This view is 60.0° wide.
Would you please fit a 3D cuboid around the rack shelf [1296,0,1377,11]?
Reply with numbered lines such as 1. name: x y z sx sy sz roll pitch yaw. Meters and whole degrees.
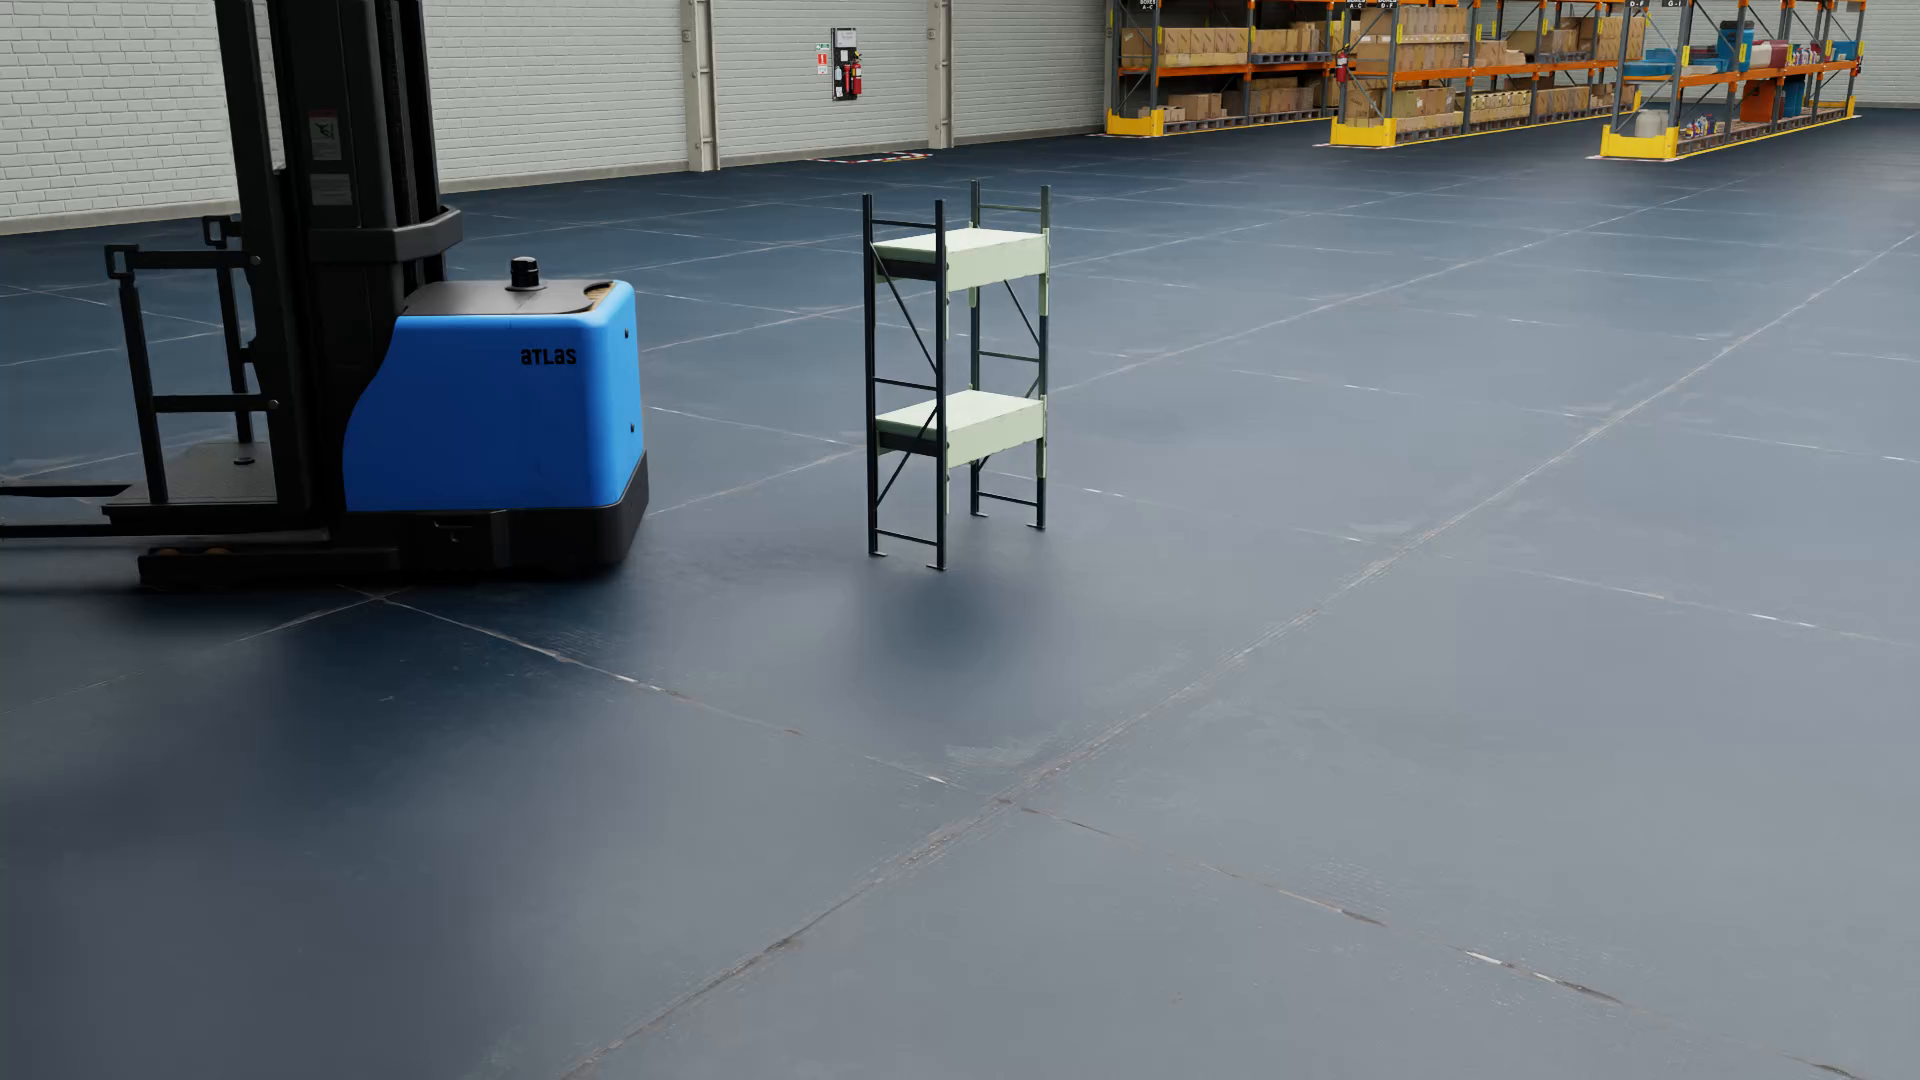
1. rack shelf: 9.457 -13.118 40.584 1.077 0.370 4.000 12 21 35

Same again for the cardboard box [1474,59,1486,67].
1. cardboard box: 10.555 -9.781 34.105 0.380 0.149 0.250 12 21 35

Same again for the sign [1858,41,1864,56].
1. sign: 21.440 -11.692 39.562 0.100 0.325 0.005 12 21 35

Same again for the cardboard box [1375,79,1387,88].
1. cardboard box: 10.366 -11.502 42.140 0.750 0.750 0.750 13 21 35

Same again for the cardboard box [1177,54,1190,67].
1. cardboard box: 4.343 -9.772 33.871 0.500 0.250 0.500 12 21 33

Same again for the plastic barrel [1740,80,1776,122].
1. plastic barrel: 16.500 -9.086 34.395 0.600 0.830 0.708 12 21 35

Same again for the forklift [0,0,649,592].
1. forklift: -2.902 -1.358 6.673 3.031 2.935 1.130 -1 17 -4

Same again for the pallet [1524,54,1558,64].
1. pallet: 12.594 -10.760 37.160 1.213 0.211 1.003 12 21 35

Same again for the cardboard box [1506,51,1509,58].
1. cardboard box: 11.558 -10.457 36.009 0.500 0.311 0.500 12 21 34

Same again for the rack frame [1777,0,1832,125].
1. rack frame: 18.605 -10.755 36.818 1.000 3.000 0.127 12 21 35

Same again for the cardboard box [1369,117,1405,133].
1. cardboard box: 7.978 -7.749 31.066 0.500 0.250 0.500 12 21 35

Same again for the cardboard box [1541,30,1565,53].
1. cardboard box: 13.229 -11.281 37.635 0.500 0.500 0.700 -15 23 -40

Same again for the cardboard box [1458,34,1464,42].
1. cardboard box: 9.724 -9.922 32.874 0.380 0.149 0.250 12 21 34

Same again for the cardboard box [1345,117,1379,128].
1. cardboard box: 7.562 -7.840 31.361 0.500 0.250 0.500 12 21 35

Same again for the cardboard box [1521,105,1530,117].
1. cardboard box: 12.129 -9.397 36.375 0.500 0.250 0.500 13 21 36

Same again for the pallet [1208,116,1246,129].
1. pallet: 5.511 -9.102 36.198 1.003 0.211 1.213 12 21 35

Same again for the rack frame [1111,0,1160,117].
1. rack frame: 3.499 -9.647 33.252 1.000 3.000 0.127 12 21 35

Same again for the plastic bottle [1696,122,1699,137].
1. plastic bottle: 13.050 -7.286 29.507 0.097 0.271 0.097 0 17 0

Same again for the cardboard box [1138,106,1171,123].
1. cardboard box: 3.983 -8.722 34.065 0.500 0.311 0.500 10 20 29

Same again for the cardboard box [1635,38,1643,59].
1. cardboard box: 16.965 -12.477 42.195 0.500 0.500 0.500 13 22 36

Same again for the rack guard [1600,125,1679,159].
1. rack guard: 11.463 -6.729 28.070 1.175 0.500 0.348 12 21 35

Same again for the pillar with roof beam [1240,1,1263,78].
1. pillar with roof beam: 10.254 -13.500 35.544 9.100 9.000 0.400 12 21 35

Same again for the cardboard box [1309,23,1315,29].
1. cardboard box: 8.084 -12.033 38.930 0.380 0.149 0.250 9 20 28

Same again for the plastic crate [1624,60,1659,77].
1. plastic crate: 11.513 -7.998 28.191 0.499 0.251 0.616 12 21 35

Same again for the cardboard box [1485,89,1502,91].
1. cardboard box: 11.698 -9.761 36.600 0.500 0.311 0.500 13 22 37

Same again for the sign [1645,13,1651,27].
1. sign: 17.447 -13.185 42.158 0.100 0.325 0.005 12 21 35

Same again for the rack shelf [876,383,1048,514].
1. rack shelf: -0.004 -0.403 7.113 0.431 0.370 0.720 12 21 35

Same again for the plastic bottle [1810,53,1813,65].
1. plastic bottle: 18.412 -10.458 36.070 0.152 0.276 0.135 12 21 35

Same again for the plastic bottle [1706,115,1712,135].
1. plastic bottle: 13.572 -7.544 30.205 0.144 0.351 0.185 11 20 32

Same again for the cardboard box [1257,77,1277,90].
1. cardboard box: 6.874 -10.383 37.829 0.500 0.250 0.500 12 21 33

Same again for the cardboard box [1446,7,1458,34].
1. cardboard box: 9.303 -10.166 32.565 0.700 0.500 0.500 12 21 35

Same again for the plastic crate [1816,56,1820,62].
1. plastic crate: 18.997 -10.743 37.124 0.396 0.136 0.243 12 21 35

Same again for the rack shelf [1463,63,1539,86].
1. rack shelf: 11.055 -9.858 35.145 1.077 0.370 4.000 12 21 35

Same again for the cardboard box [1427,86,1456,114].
1. cardboard box: 9.455 -8.705 32.881 0.500 0.500 0.500 12 21 35

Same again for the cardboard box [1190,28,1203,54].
1. cardboard box: 4.640 -10.242 34.121 0.500 0.500 0.500 12 21 33

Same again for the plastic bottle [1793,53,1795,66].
1. plastic bottle: 17.323 -10.006 34.625 0.097 0.271 0.097 0 17 0

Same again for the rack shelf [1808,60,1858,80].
1. rack shelf: 19.797 -10.888 38.459 1.077 0.370 4.000 12 21 35

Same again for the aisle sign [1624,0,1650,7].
1. aisle sign: 11.174 -9.174 27.343 0.394 0.787 0.004 12 21 35

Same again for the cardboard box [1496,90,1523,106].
1. cardboard box: 11.827 -9.540 35.890 0.500 0.311 0.500 12 21 34

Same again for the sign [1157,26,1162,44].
1. sign: 3.935 -9.965 32.815 0.100 0.325 0.005 12 21 35

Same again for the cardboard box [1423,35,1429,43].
1. cardboard box: 8.652 -9.493 31.492 0.380 0.149 0.250 12 21 34

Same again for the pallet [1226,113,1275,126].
1. pallet: 6.345 -9.454 37.332 1.003 0.211 1.213 12 21 35

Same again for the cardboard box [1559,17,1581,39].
1. cardboard box: 14.723 -12.322 40.012 0.500 0.500 0.500 13 21 35

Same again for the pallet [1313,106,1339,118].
1. pallet: 8.796 -10.396 40.363 1.003 0.211 1.213 12 21 35

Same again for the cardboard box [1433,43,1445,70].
1. cardboard box: 8.992 -9.421 32.355 0.700 0.500 0.500 13 21 35

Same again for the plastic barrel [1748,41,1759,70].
1. plastic barrel: 15.022 -9.278 31.834 0.433 0.535 0.433 0 17 0

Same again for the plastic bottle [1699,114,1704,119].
1. plastic bottle: 13.571 -7.616 30.434 0.144 0.351 0.185 12 21 35

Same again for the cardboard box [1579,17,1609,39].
1. cardboard box: 15.136 -12.219 39.678 0.500 0.500 0.500 13 22 36

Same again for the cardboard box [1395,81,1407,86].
1. cardboard box: 11.177 -11.672 43.279 0.700 0.500 0.500 13 21 35

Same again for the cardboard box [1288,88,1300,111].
1. cardboard box: 7.478 -10.286 38.783 0.700 0.500 0.500 12 21 35

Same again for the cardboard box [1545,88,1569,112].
1. cardboard box: 13.664 -10.122 38.254 0.500 0.500 0.500 12 21 33

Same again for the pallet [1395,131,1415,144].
1. pallet: 7.902 -7.631 31.460 1.003 0.211 1.213 12 21 35

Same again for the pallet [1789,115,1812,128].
1. pallet: 18.112 -9.247 36.664 1.003 0.211 1.213 12 21 35

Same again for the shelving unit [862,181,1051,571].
1. shelving unit: -0.004 -0.715 7.016 0.431 1.500 0.755 12 21 35

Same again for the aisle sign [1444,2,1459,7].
1. aisle sign: 13.316 -14.664 45.023 0.394 0.787 0.004 12 21 35
